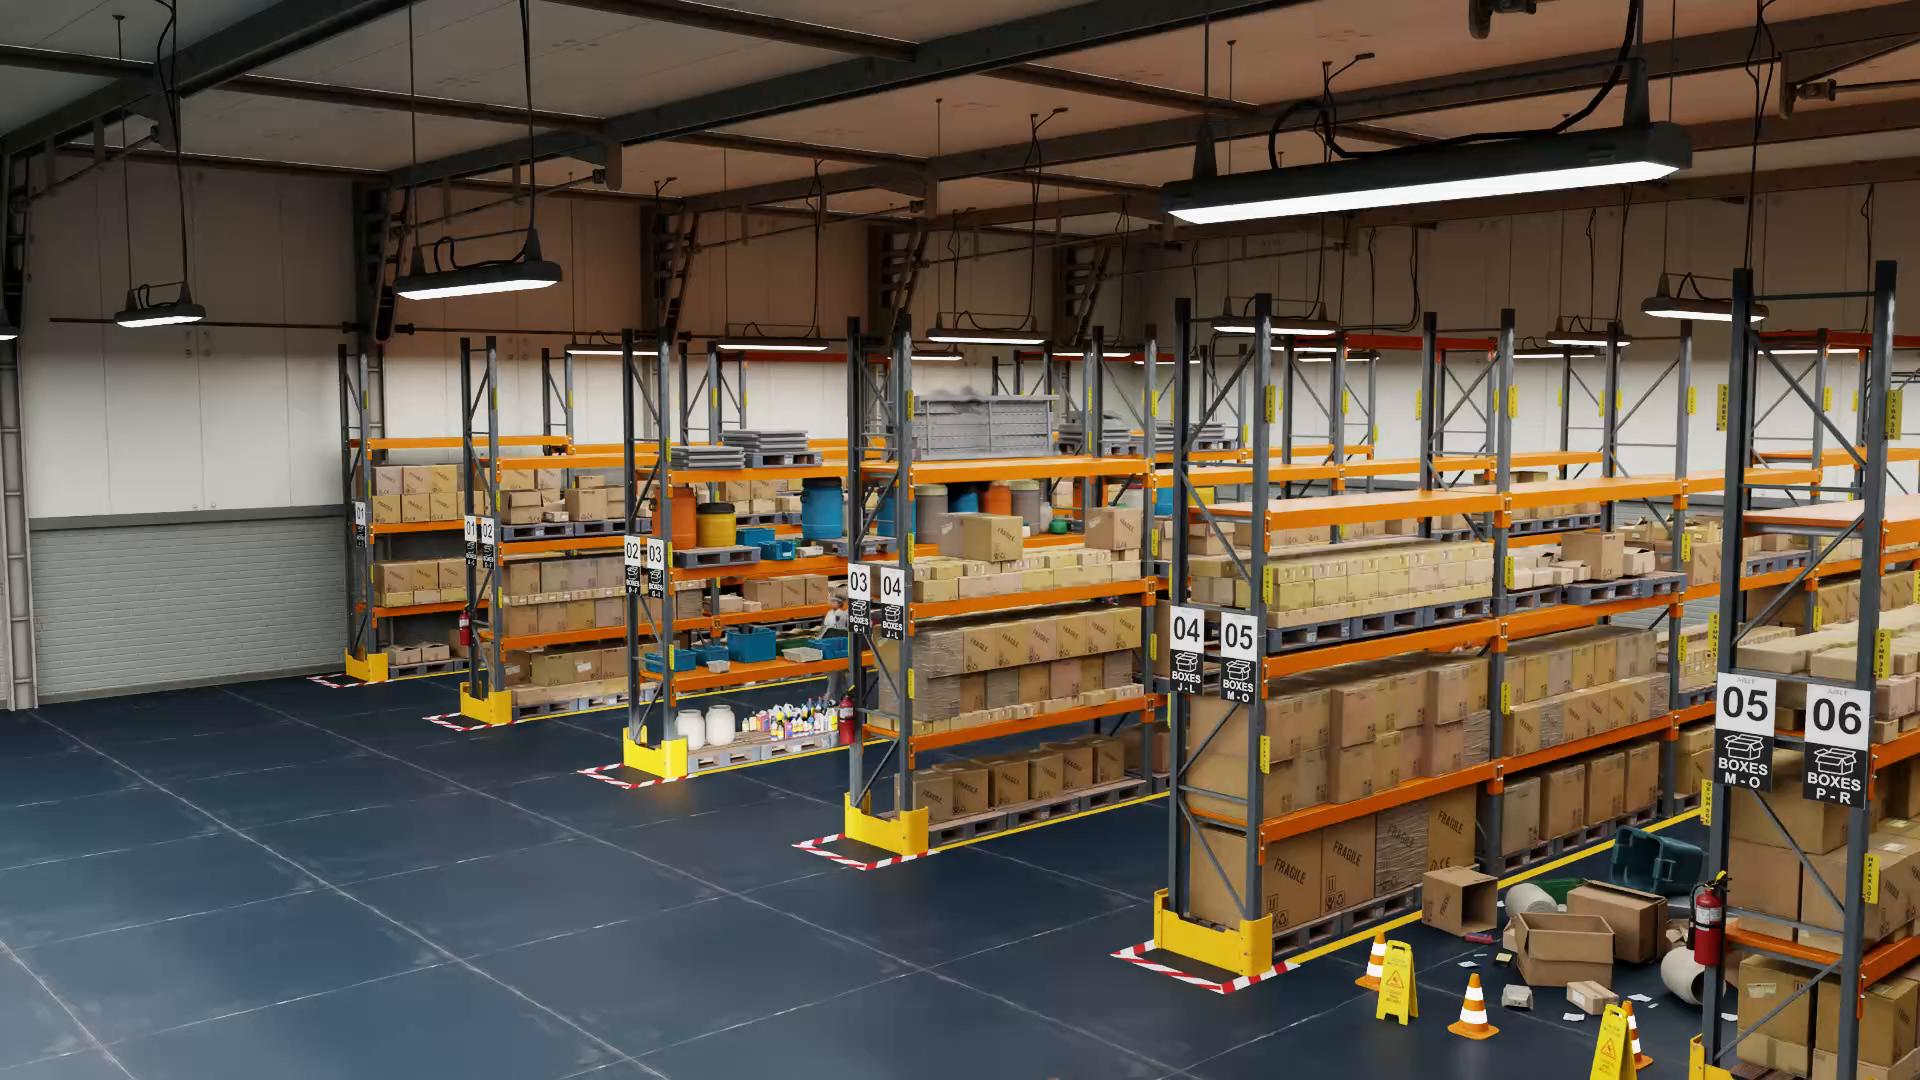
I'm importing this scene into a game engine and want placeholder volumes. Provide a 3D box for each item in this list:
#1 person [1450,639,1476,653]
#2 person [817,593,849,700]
[{"bbox_3d":[7.202,2.152,23.680,0.637,1.796,0.921,5,7,41],"label":"person"},{"bbox_3d":[-1.961,1.684,26.497,0.617,1.689,0.664,5,7,43],"label":"person"}]
